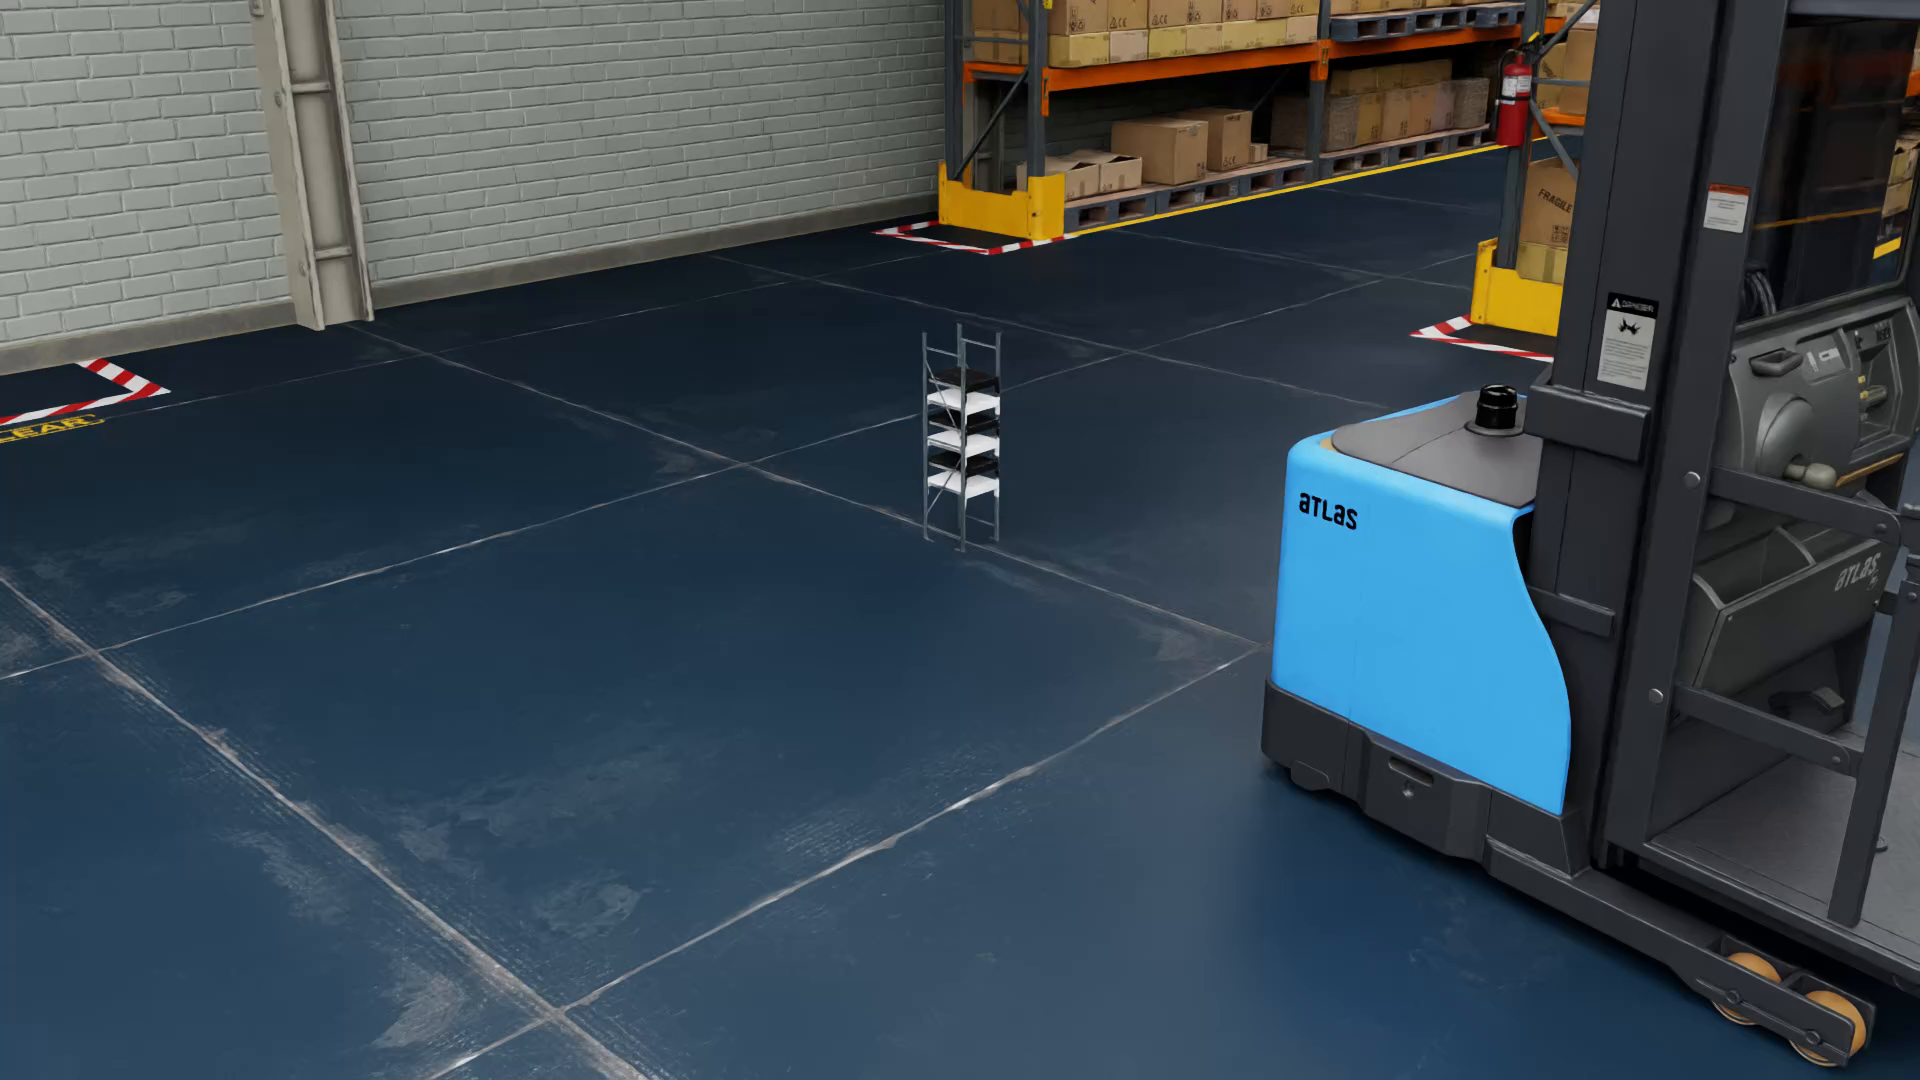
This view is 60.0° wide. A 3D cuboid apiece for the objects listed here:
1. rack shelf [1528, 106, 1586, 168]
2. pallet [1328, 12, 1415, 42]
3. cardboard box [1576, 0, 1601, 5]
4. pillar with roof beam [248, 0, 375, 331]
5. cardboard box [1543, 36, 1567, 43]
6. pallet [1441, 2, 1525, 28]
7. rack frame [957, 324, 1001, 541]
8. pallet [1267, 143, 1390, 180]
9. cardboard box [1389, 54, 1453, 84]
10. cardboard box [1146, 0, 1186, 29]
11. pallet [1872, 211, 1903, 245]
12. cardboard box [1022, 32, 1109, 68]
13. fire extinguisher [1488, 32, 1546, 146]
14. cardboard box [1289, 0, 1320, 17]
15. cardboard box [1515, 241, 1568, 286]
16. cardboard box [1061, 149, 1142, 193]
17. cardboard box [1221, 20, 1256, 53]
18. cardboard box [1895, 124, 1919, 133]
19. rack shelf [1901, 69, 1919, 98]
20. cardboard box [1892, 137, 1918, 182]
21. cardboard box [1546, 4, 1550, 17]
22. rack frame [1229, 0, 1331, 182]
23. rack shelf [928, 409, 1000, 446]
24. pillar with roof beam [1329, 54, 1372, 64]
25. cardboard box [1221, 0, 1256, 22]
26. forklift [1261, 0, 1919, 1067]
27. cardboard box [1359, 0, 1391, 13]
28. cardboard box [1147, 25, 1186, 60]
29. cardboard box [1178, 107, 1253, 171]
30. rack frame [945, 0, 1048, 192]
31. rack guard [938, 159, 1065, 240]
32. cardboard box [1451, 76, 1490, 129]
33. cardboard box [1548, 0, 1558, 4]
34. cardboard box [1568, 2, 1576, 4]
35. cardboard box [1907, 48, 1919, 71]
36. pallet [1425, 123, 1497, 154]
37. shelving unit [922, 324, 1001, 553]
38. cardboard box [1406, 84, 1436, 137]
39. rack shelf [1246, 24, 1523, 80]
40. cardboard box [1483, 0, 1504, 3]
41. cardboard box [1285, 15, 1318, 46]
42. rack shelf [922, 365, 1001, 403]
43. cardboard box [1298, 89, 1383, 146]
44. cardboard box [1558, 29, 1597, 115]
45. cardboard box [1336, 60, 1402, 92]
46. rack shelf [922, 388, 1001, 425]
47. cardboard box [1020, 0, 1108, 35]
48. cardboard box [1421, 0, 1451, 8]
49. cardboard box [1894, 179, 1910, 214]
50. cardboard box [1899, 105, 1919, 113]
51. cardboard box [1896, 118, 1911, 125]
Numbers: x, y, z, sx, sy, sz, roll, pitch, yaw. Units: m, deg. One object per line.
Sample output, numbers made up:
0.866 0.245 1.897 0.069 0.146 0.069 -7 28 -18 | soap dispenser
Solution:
5.225 -2.899 11.438 1.077 0.370 4.000 19 28 41 | rack shelf
3.705 -5.058 16.321 1.003 0.211 1.213 19 28 41 | pallet
4.201 -3.503 10.060 0.700 0.500 0.500 19 28 41 | cardboard box
-0.955 -4.536 6.334 9.100 9.000 0.400 19 28 41 | pillar with roof beam
7.081 -5.588 19.844 0.750 0.750 0.750 19 28 40 | cardboard box
5.437 -5.716 18.034 1.213 0.211 1.003 19 28 41 | pallet
0.077 -0.448 6.987 0.240 0.900 0.006 19 28 41 | rack frame
3.610 -3.887 16.892 1.003 0.211 1.213 19 28 41 | pallet
4.951 -5.075 17.924 0.500 0.250 0.500 -20 28 -41 | cardboard box
1.543 -4.552 13.873 0.500 0.500 0.500 18 27 39 | cardboard box
7.106 -2.646 13.665 1.003 0.211 1.213 19 28 41 | pallet
0.845 -3.945 13.338 0.500 0.250 0.500 18 28 39 | cardboard box
3.414 -2.770 10.209 0.296 0.674 0.183 19 28 41 | fire extinguisher
2.960 -5.078 15.241 0.500 0.500 0.500 19 28 41 | cardboard box
3.992 -1.845 10.941 0.500 0.250 0.500 19 28 41 | cardboard box
1.222 -3.212 14.384 0.500 0.311 0.500 -17 27 -38 | cardboard box
2.261 -4.470 14.705 0.500 0.250 0.500 19 28 40 | cardboard box
8.158 -3.362 14.107 0.500 0.311 0.500 -19 28 -41 | cardboard box
8.015 -3.927 14.113 1.077 0.370 4.000 19 28 41 | rack shelf
7.439 -3.094 13.410 0.500 0.311 0.500 19 28 40 | cardboard box
6.436 -5.997 18.819 0.250 0.149 0.380 -20 29 -41 | cardboard box
3.068 -4.988 15.870 1.000 3.000 0.127 19 28 41 | rack frame
0.006 -0.475 6.898 0.258 0.077 0.200 19 28 41 | rack shelf
7.416 -7.621 14.359 9.100 9.000 0.400 19 28 41 | pillar with roof beam
2.257 -4.822 14.574 0.500 0.500 0.500 18 28 39 | cardboard box
2.242 -0.344 3.883 1.130 2.935 3.031 -16 26 -35 | forklift
3.842 -5.504 16.460 0.500 0.500 0.700 -17 27 -37 | cardboard box
1.557 -4.211 14.031 0.500 0.250 0.500 19 28 40 | cardboard box
2.373 -3.749 15.519 0.500 0.500 0.500 17 27 37 | cardboard box
0.277 -3.959 13.195 1.000 3.000 0.127 19 28 41 | rack frame
0.330 -2.812 13.694 1.175 0.500 0.348 19 28 41 | rack guard
5.393 -4.856 18.399 0.500 0.500 0.700 -20 29 -41 | cardboard box
6.381 -6.271 18.628 0.500 0.500 0.500 -19 28 -40 | cardboard box
6.944 -6.209 19.369 0.250 0.149 0.380 -19 28 -41 | cardboard box
7.384 -3.808 13.151 0.380 0.149 0.250 19 28 41 | cardboard box
5.312 -4.514 18.524 1.003 0.211 1.213 19 28 41 | pallet
0.006 -0.422 6.919 0.258 0.900 0.210 19 28 41 | shelving unit
4.624 -4.618 17.780 0.700 0.500 0.500 19 28 40 | cardboard box
4.463 -5.166 17.337 1.077 0.370 4.000 19 28 41 | rack shelf
5.538 -6.145 18.127 0.700 0.500 0.500 15 26 35 | cardboard box
2.955 -4.729 15.379 0.500 0.250 0.500 19 28 41 | cardboard box
0.006 -0.643 6.834 0.258 0.077 0.200 19 28 41 | rack shelf
3.894 -4.365 17.121 0.700 0.500 0.500 19 28 40 | cardboard box
4.164 -2.884 10.258 0.700 0.500 0.500 19 28 41 | cardboard box
4.234 -4.818 17.255 0.500 0.250 0.500 18 28 39 | cardboard box
0.006 -0.559 6.866 0.258 0.077 0.200 19 28 41 | rack shelf
0.826 -4.296 13.207 0.500 0.500 0.500 19 28 41 | cardboard box
4.684 -5.819 17.280 0.700 0.500 0.500 19 28 41 | cardboard box
7.436 -2.834 13.514 0.500 0.250 0.500 -19 28 -41 | cardboard box
8.834 -3.890 15.480 0.500 0.311 0.500 -19 28 -40 | cardboard box
8.117 -3.622 14.784 0.500 0.311 0.500 18 28 39 | cardboard box
